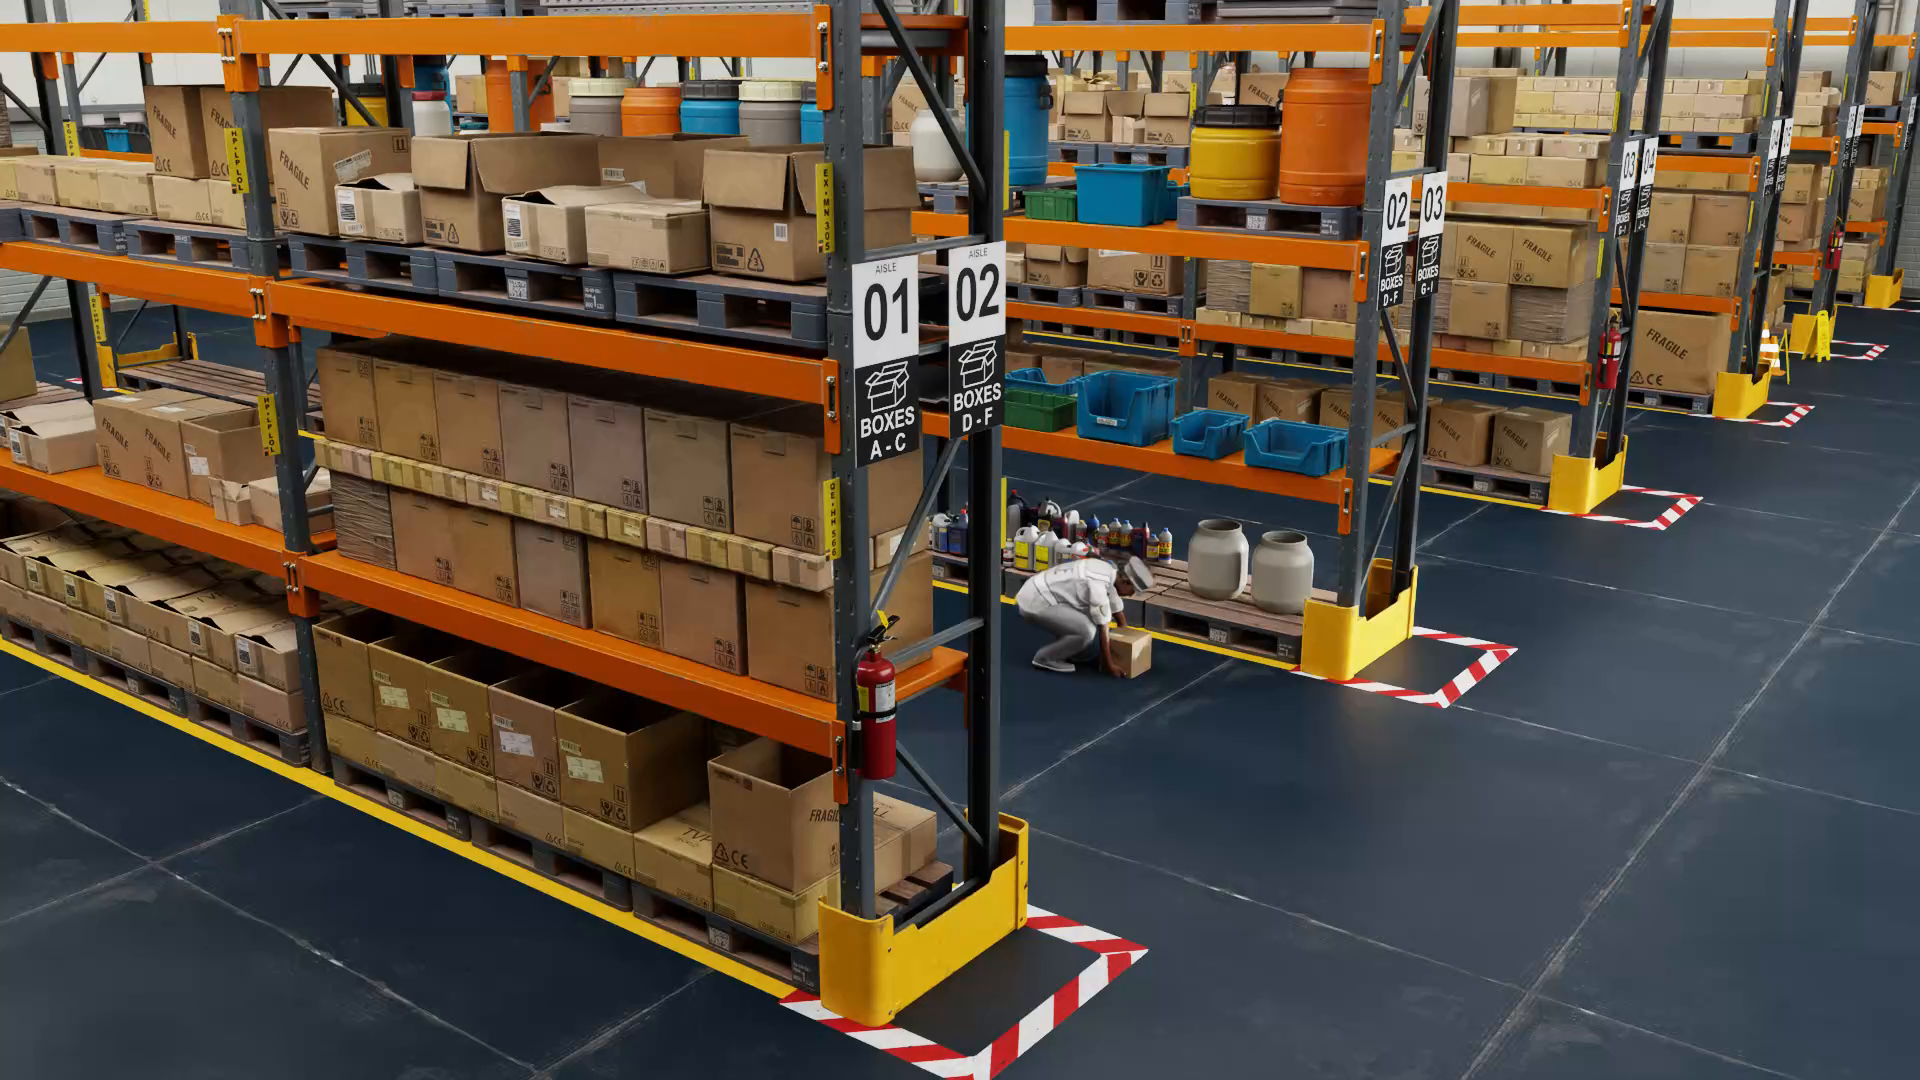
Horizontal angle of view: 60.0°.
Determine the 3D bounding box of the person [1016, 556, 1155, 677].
[{"bbox_3d":[0.829,0.491,11.027,0.908,0.811,0.461,5,17,16],"label":"person"}]
